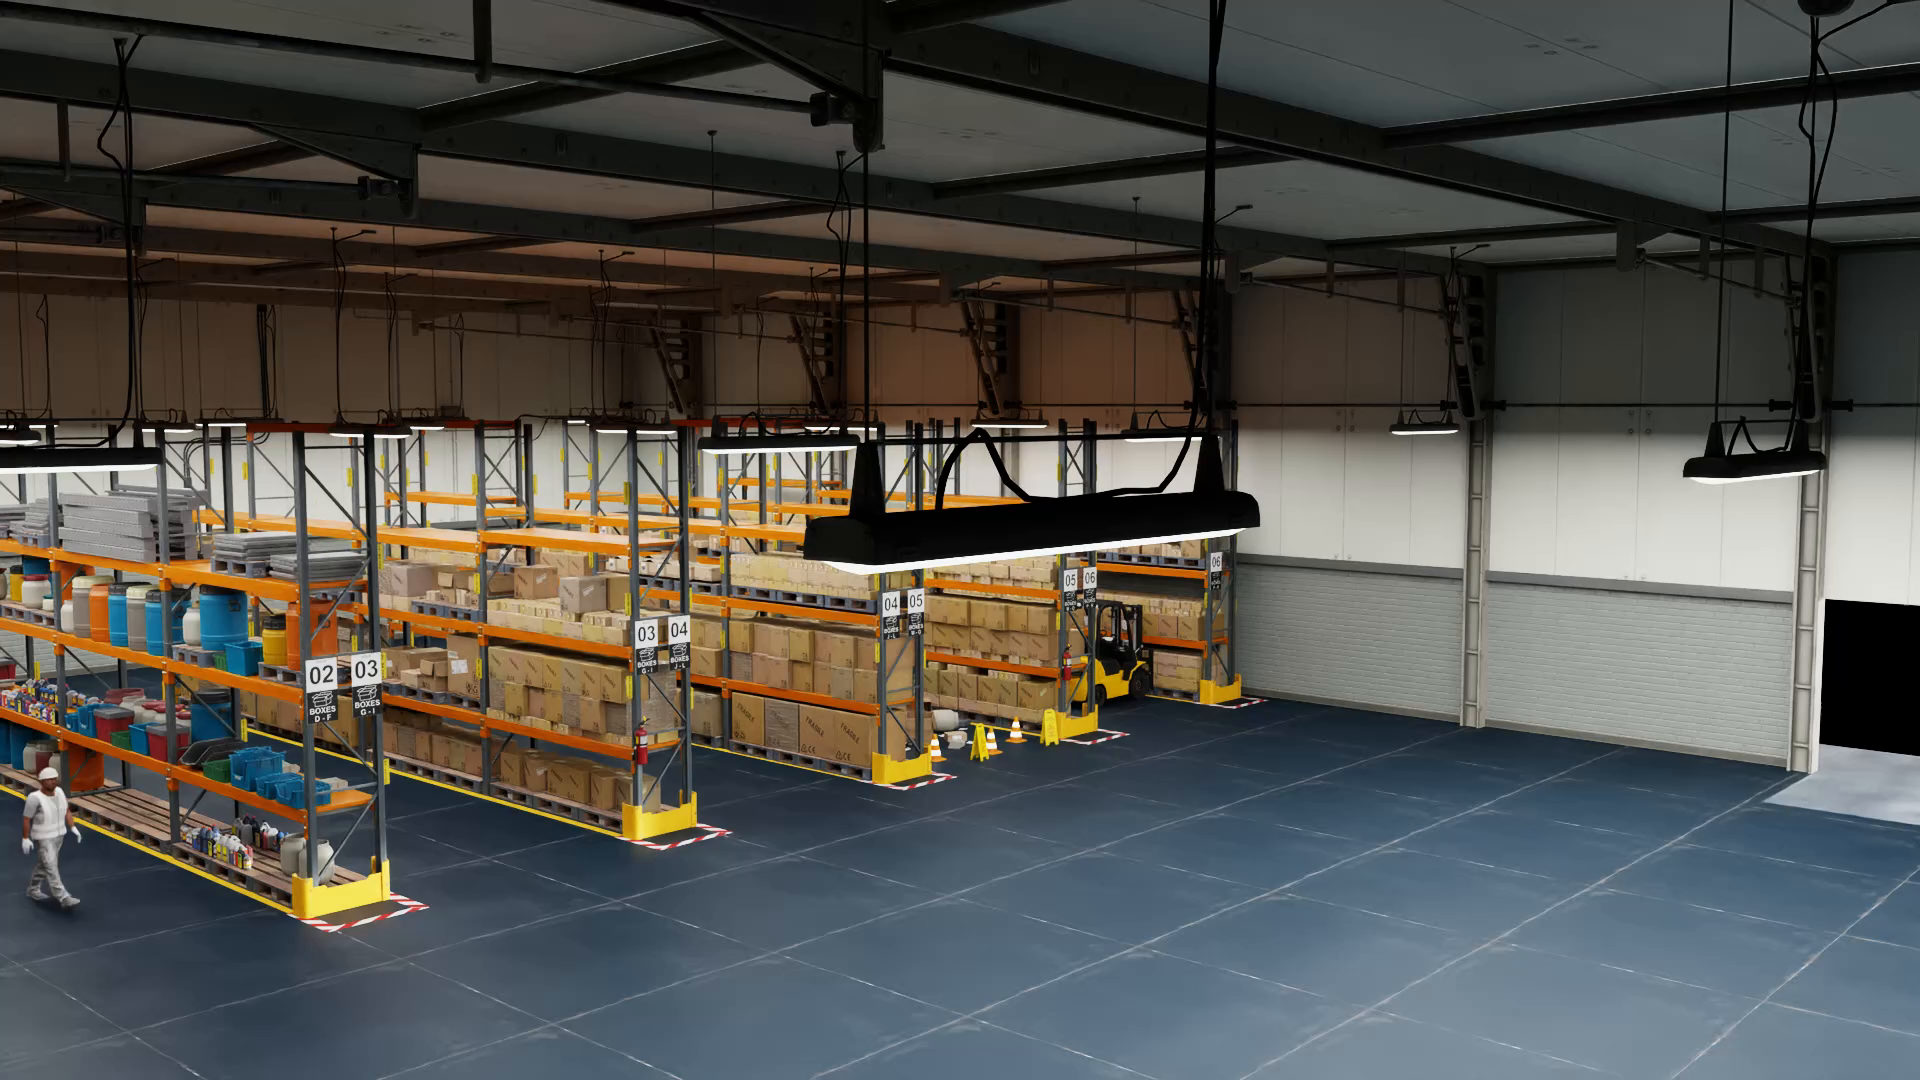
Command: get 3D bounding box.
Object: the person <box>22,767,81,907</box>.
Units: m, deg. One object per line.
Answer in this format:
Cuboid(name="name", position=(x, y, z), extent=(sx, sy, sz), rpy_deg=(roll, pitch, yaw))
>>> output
Cuboid(name="person", position=(-11.404, 3.723, 20.953), extent=(1.066, 1.722, 0.580), rpy_deg=(1, 5, 14))
